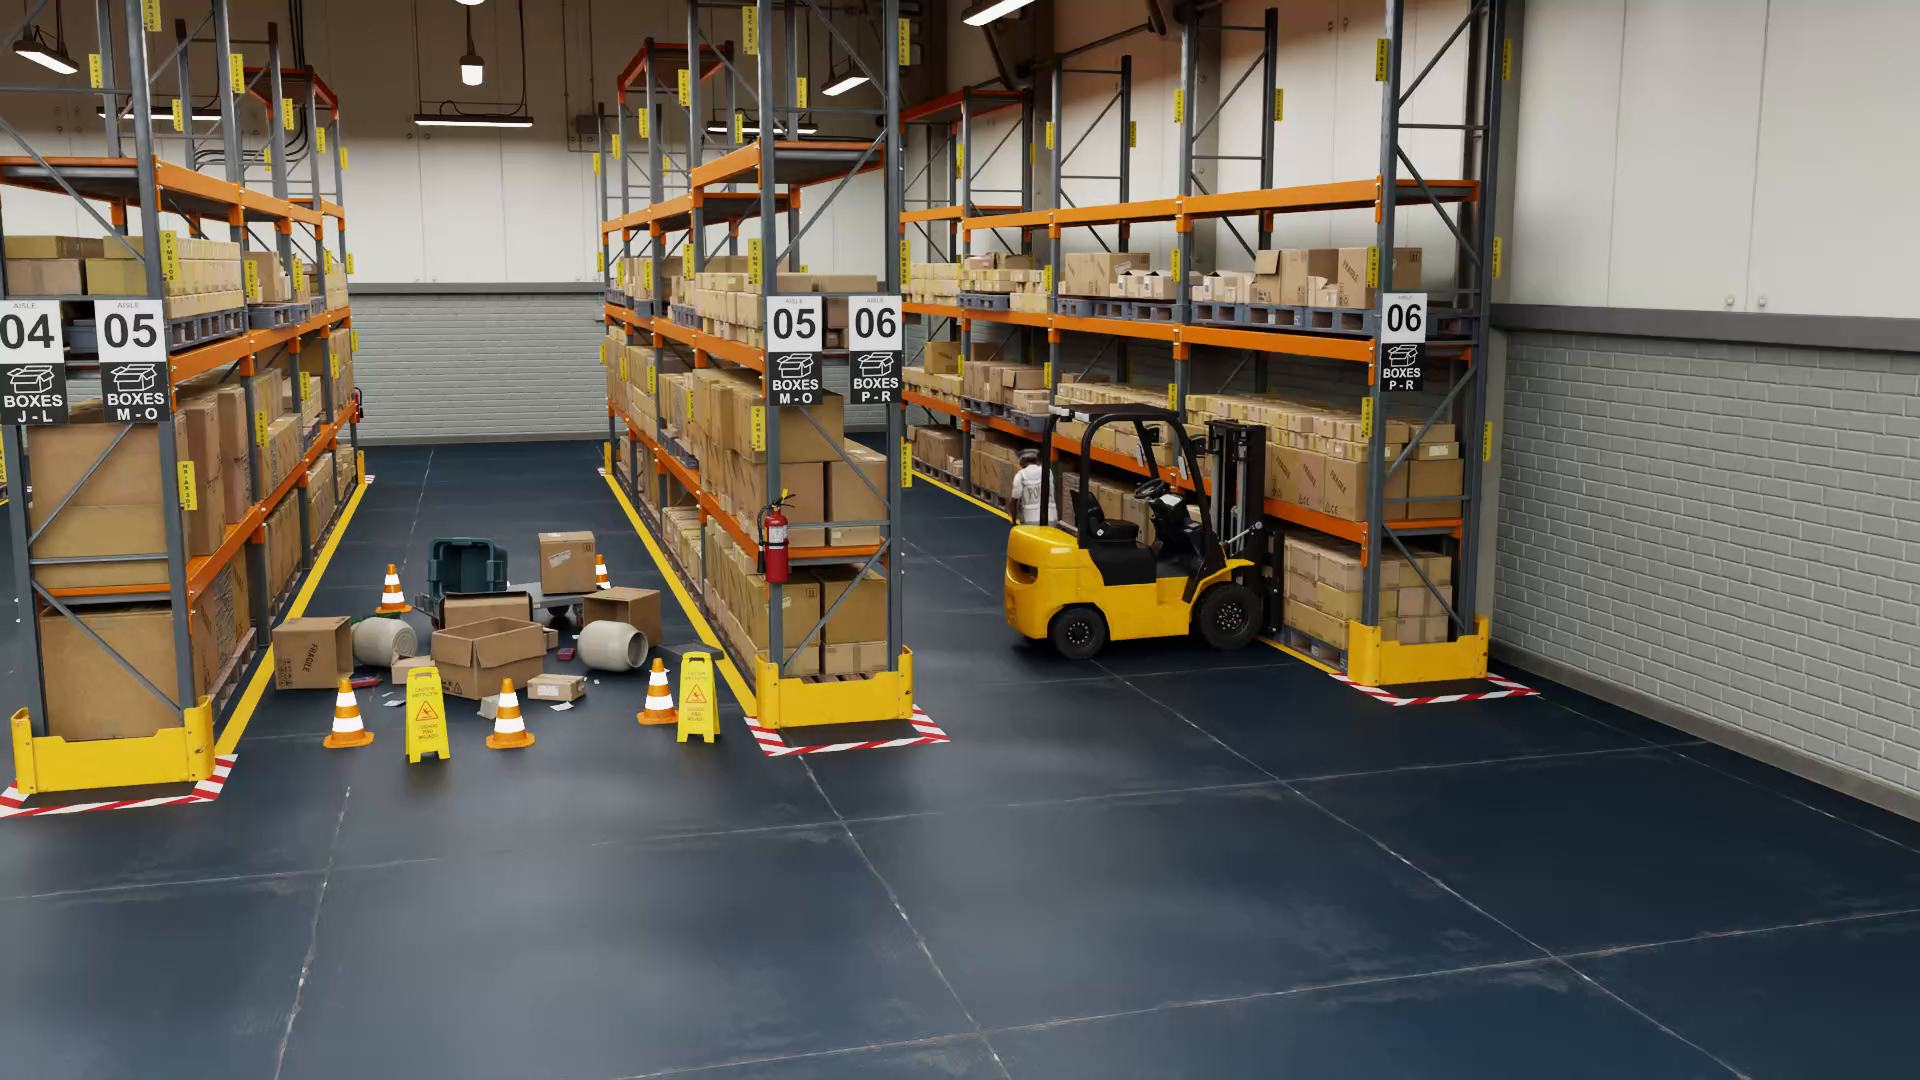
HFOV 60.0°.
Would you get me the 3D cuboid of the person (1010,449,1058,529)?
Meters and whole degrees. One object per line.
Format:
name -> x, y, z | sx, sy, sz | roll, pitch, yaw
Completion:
person -> 0.762, -0.184, 17.450 | 0.484, 1.528, 0.585 | -3, 10, -15
